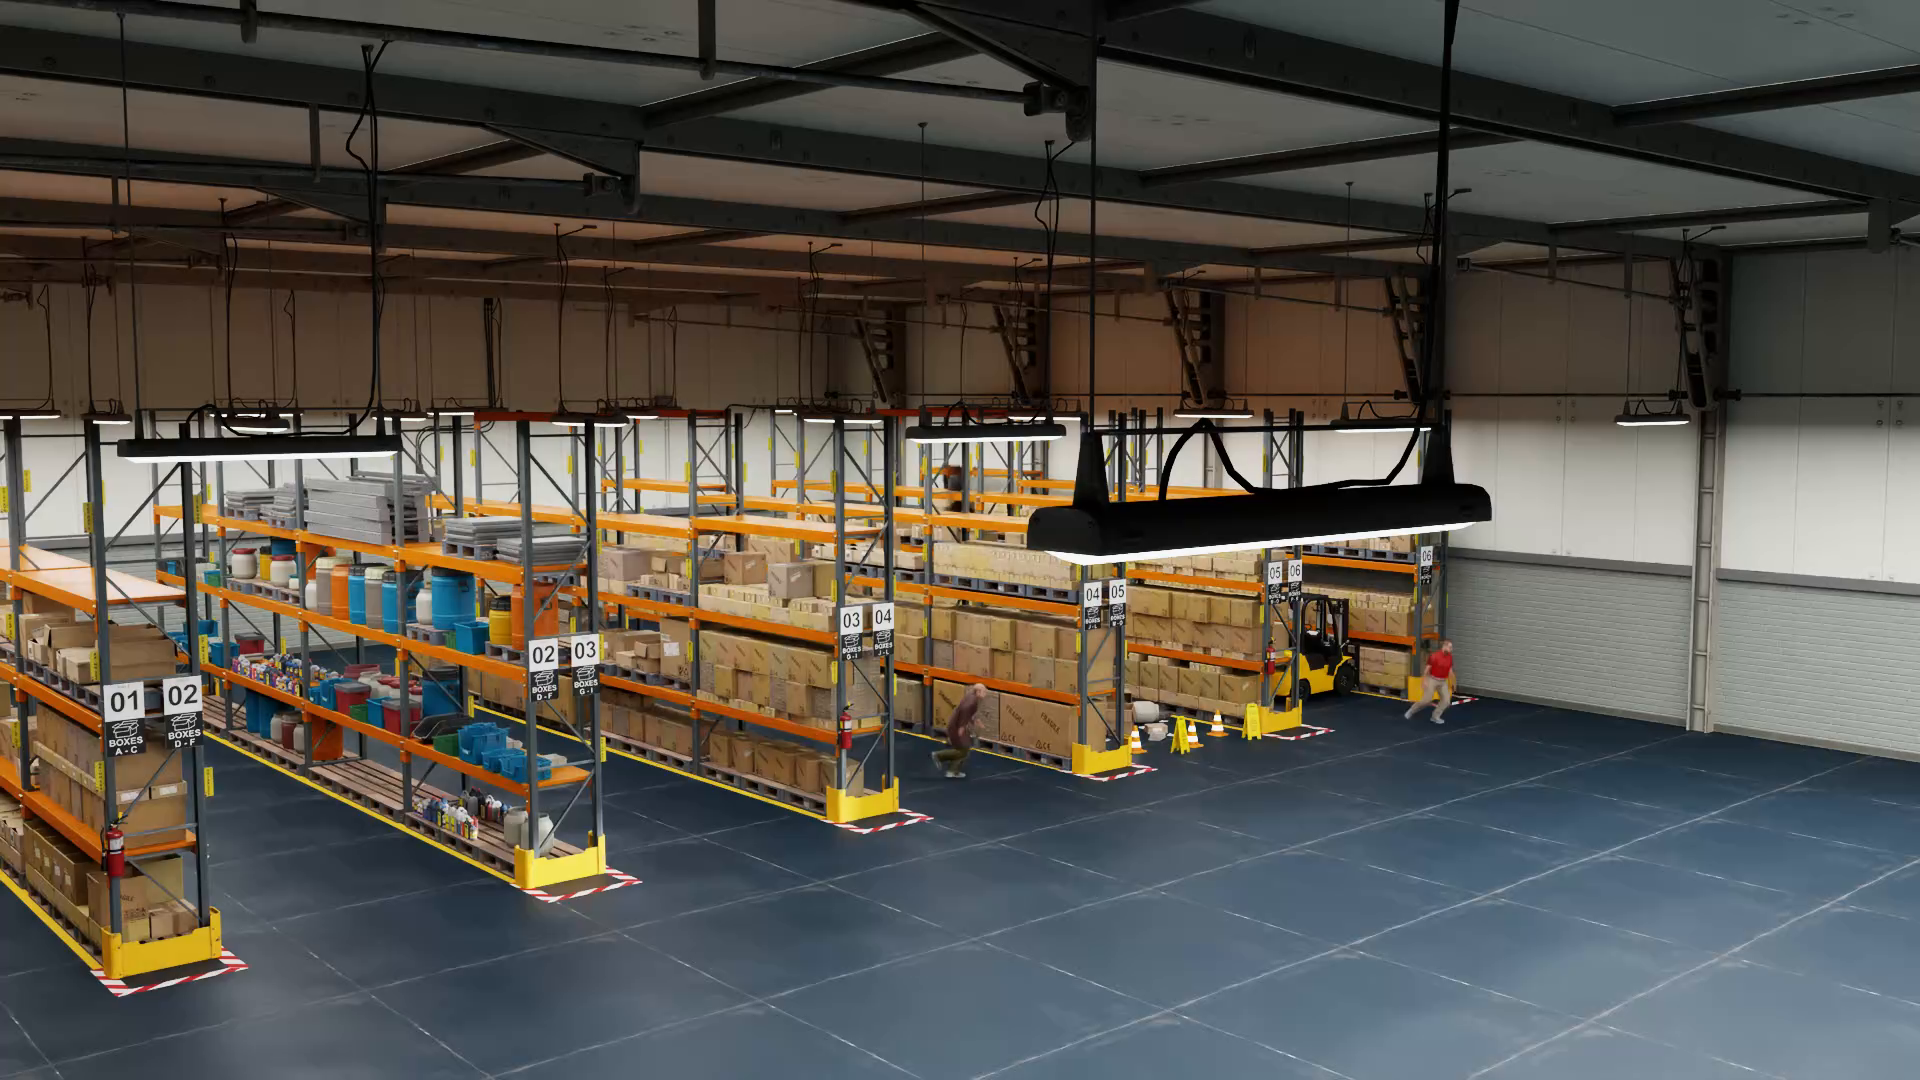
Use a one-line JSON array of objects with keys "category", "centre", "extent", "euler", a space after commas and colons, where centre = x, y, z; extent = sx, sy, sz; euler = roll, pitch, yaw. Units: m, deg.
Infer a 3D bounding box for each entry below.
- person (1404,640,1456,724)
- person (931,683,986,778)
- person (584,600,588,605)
[{"category": "person", "centre": [9.069, 2.710, 31.992], "extent": [0.855, 1.629, 0.749], "euler": [-3, 6, -28]}, {"category": "person", "centre": [-0.018, 3.149, 27.370], "extent": [0.914, 1.584, 0.734], "euler": [0, 5, -4]}, {"category": "person", "centre": [-8.477, 2.185, 37.762], "extent": [0.554, 1.683, 0.692], "euler": [-4, 6, -36]}]
